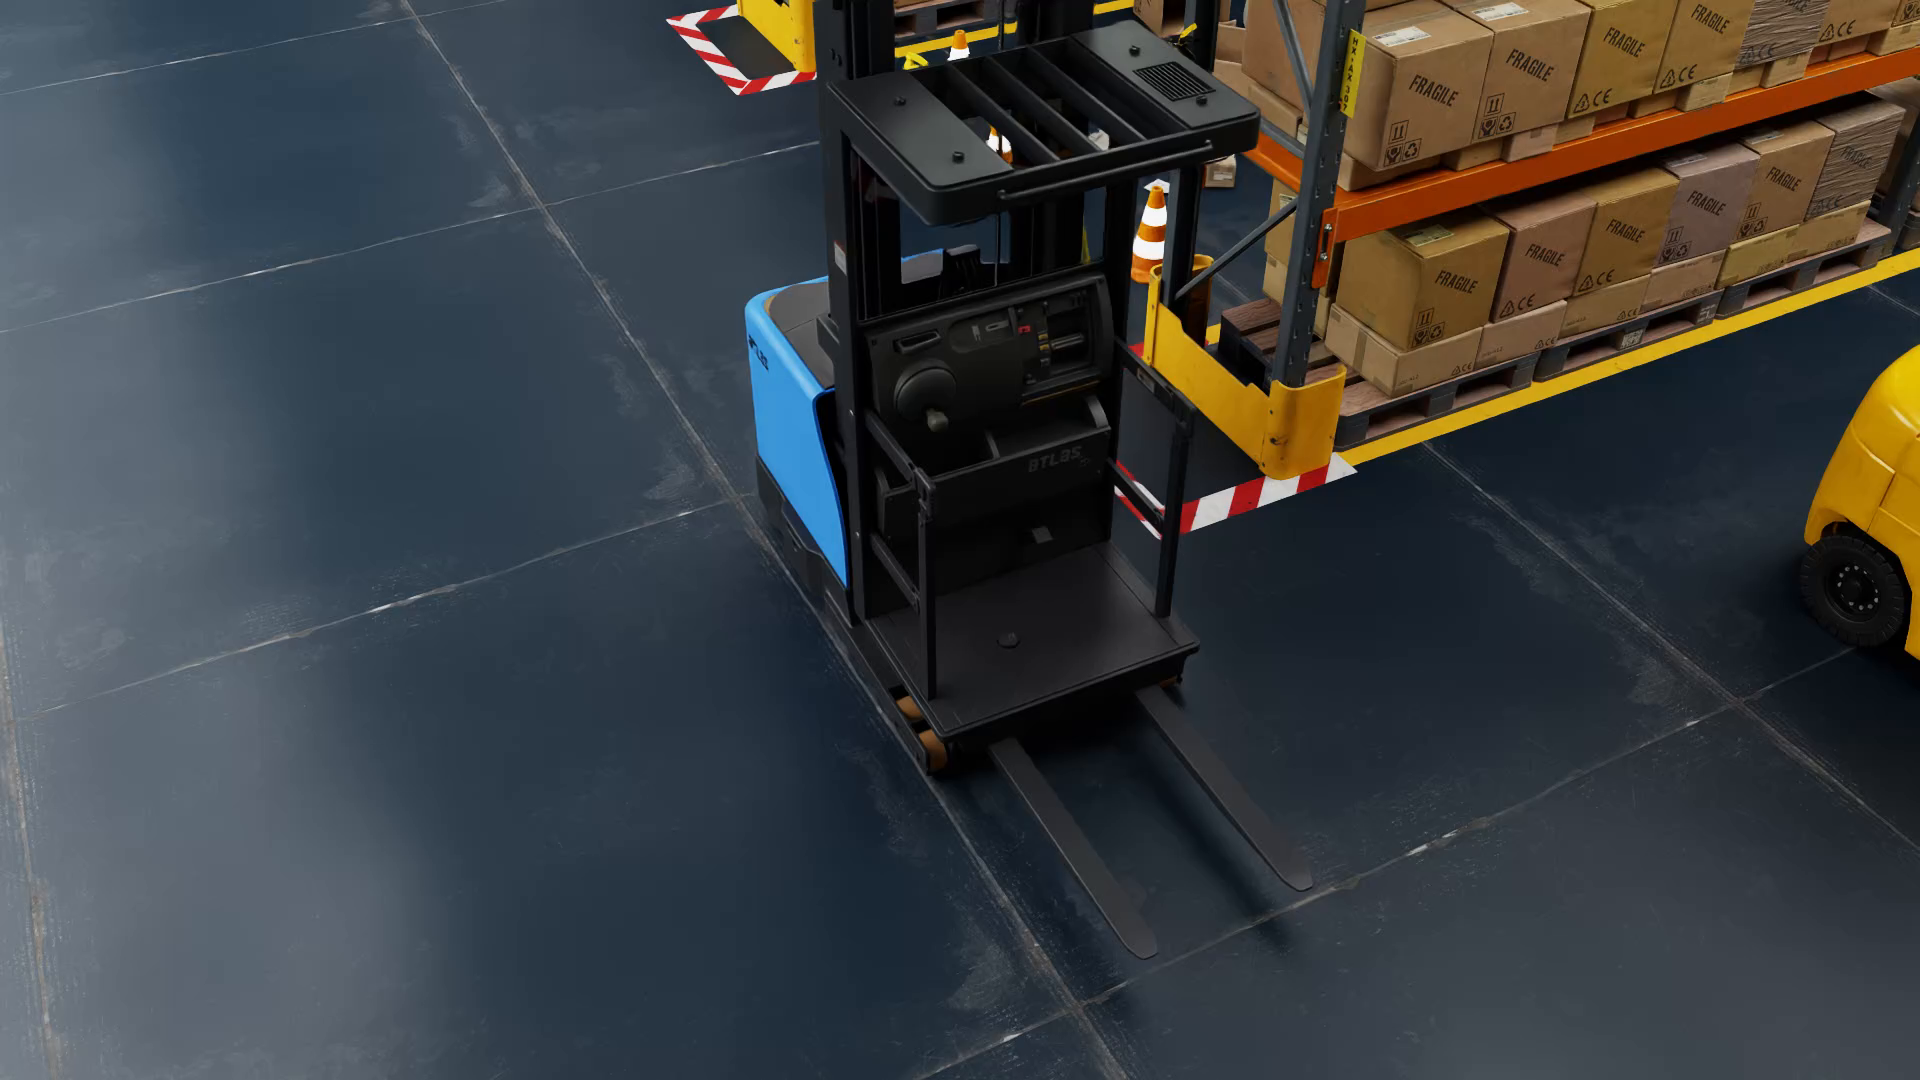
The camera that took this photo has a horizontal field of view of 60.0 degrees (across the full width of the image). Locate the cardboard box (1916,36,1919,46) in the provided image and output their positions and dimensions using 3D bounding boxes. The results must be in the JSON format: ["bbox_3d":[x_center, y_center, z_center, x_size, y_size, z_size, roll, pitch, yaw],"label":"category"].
[{"bbox_3d":[4.650,-2.593,8.186,0.250,0.149,0.380,-19,44,-21],"label":"cardboard box"}]

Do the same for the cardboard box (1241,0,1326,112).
[{"bbox_3d":[1.601,-2.237,7.263,0.500,0.500,0.500,-19,44,-21],"label":"cardboard box"}]

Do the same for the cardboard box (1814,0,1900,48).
[{"bbox_3d":[4.062,-2.678,7.785,0.500,0.500,0.500,-17,43,-19],"label":"cardboard box"}]

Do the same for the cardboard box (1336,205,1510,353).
[{"bbox_3d":[2.111,-1.252,7.630,0.500,0.500,0.500,-20,44,-22],"label":"cardboard box"}]

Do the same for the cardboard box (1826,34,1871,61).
[{"bbox_3d":[4.165,-2.481,8.054,0.250,0.149,0.380,-18,44,-20],"label":"cardboard box"}]

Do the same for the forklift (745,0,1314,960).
[{"bbox_3d":[0.213,-0.577,5.663,1.130,2.935,3.031,-18,43,-20],"label":"forklift"}]

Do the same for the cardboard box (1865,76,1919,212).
[{"bbox_3d":[5.259,-2.275,9.324,0.625,0.372,0.950,-18,43,-20],"label":"cardboard box"}]

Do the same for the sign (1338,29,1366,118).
[{"bbox_3d":[1.498,-1.785,6.367,0.005,0.325,0.100,-19,44,-21],"label":"sign"}]

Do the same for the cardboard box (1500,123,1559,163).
[{"bbox_3d":[2.380,-1.818,7.270,0.250,0.149,0.380,-18,43,-20],"label":"cardboard box"}]

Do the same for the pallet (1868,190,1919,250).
[{"bbox_3d":[5.485,-2.128,9.601,1.213,0.211,1.003,-19,44,-21],"label":"pallet"}]

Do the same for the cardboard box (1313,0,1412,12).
[{"bbox_3d":[1.599,-2.576,6.890,0.500,0.500,0.700,-20,44,-22],"label":"cardboard box"}]

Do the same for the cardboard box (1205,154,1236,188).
[{"bbox_3d":[1.476,-2.226,9.764,0.250,0.149,0.380,2,40,2],"label":"cardboard box"}]

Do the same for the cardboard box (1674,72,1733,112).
[{"bbox_3d":[3.299,-2.131,7.640,0.250,0.149,0.380,-18,44,-20],"label":"cardboard box"}]

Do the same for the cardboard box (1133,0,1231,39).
[{"bbox_3d":[1.516,-3.761,11.304,0.500,0.500,0.500,-12,42,-13],"label":"cardboard box"}]

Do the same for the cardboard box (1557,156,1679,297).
[{"bbox_3d":[3.021,-1.556,7.989,0.500,0.500,0.500,-18,43,-20],"label":"cardboard box"}]

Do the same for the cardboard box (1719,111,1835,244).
[{"bbox_3d":[3.944,-1.873,8.364,0.500,0.500,0.500,-18,43,-20],"label":"cardboard box"}]

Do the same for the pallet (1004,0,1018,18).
[{"bbox_3d":[0.624,-4.152,11.992,1.213,0.211,1.003,-19,44,-21],"label":"pallet"}]

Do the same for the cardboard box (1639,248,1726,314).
[{"bbox_3d":[3.474,-1.426,8.416,0.500,0.250,0.500,-18,43,-20],"label":"cardboard box"}]

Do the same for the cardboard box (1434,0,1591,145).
[{"bbox_3d":[2.253,-2.056,7.050,0.500,0.500,0.500,-17,43,-19],"label":"cardboard box"}]

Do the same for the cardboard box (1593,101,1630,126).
[{"bbox_3d":[2.801,-2.028,7.518,0.250,0.149,0.380,-17,43,-19],"label":"cardboard box"}]

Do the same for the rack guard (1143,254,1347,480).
[{"bbox_3d":[1.314,-0.834,7.848,0.348,0.500,1.175,-19,44,-21],"label":"rack guard"}]

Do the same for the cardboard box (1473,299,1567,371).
[{"bbox_3d":[2.546,-1.107,8.039,0.500,0.250,0.500,-17,43,-19],"label":"cardboard box"}]

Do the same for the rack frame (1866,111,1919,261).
[{"bbox_3d":[4.795,-2.959,8.424,0.127,3.000,1.000,-19,44,-21],"label":"rack frame"}]

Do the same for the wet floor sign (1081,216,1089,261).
[{"bbox_3d":[0.584,-1.423,8.432,0.232,0.644,0.267,-5,40,-6],"label":"wet floor sign"}]

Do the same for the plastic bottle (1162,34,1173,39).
[{"bbox_3d":[1.479,-3.291,11.091,0.283,0.061,0.133,31,49,31],"label":"plastic bottle"}]

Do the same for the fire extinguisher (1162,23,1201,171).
[{"bbox_3d":[0.933,-1.966,7.311,0.183,0.674,0.296,-19,44,-21],"label":"fire extinguisher"}]

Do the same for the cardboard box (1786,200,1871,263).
[{"bbox_3d":[4.394,-1.740,8.787,0.500,0.250,0.500,-17,43,-19],"label":"cardboard box"}]

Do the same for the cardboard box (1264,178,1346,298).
[{"bbox_3d":[1.837,-1.551,7.983,0.500,0.500,0.500,-18,44,-20],"label":"cardboard box"}]

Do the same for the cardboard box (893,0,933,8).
[{"bbox_3d":[-0.558,-4.161,11.164,0.875,0.875,0.875,-18,44,-20],"label":"cardboard box"}]

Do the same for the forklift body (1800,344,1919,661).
[{"bbox_3d":[4.382,-0.210,5.833,1.214,2.155,2.313,-19,44,-21],"label":"forklift body"}]

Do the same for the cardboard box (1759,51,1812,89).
[{"bbox_3d":[3.751,-2.288,7.825,0.250,0.149,0.380,-19,44,-21],"label":"cardboard box"}]

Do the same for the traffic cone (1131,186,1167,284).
[{"bbox_3d":[1.032,-1.665,8.858,0.334,0.463,0.336,-19,44,-21],"label":"traffic cone"}]

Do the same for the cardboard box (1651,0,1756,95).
[{"bbox_3d":[3.152,-2.365,7.415,0.500,0.500,0.500,-19,44,-22],"label":"cardboard box"}]

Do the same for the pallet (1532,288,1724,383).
[{"bbox_3d":[3.132,-1.308,8.631,1.213,0.211,1.003,-19,44,-21],"label":"pallet"}]

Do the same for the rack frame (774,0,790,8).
[{"bbox_3d":[-1.129,-4.572,10.329,0.127,3.000,1.000,-19,44,-21],"label":"rack frame"}]

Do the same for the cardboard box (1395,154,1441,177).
[{"bbox_3d":[1.861,-1.736,7.174,0.250,0.149,0.380,-18,43,-20],"label":"cardboard box"}]
